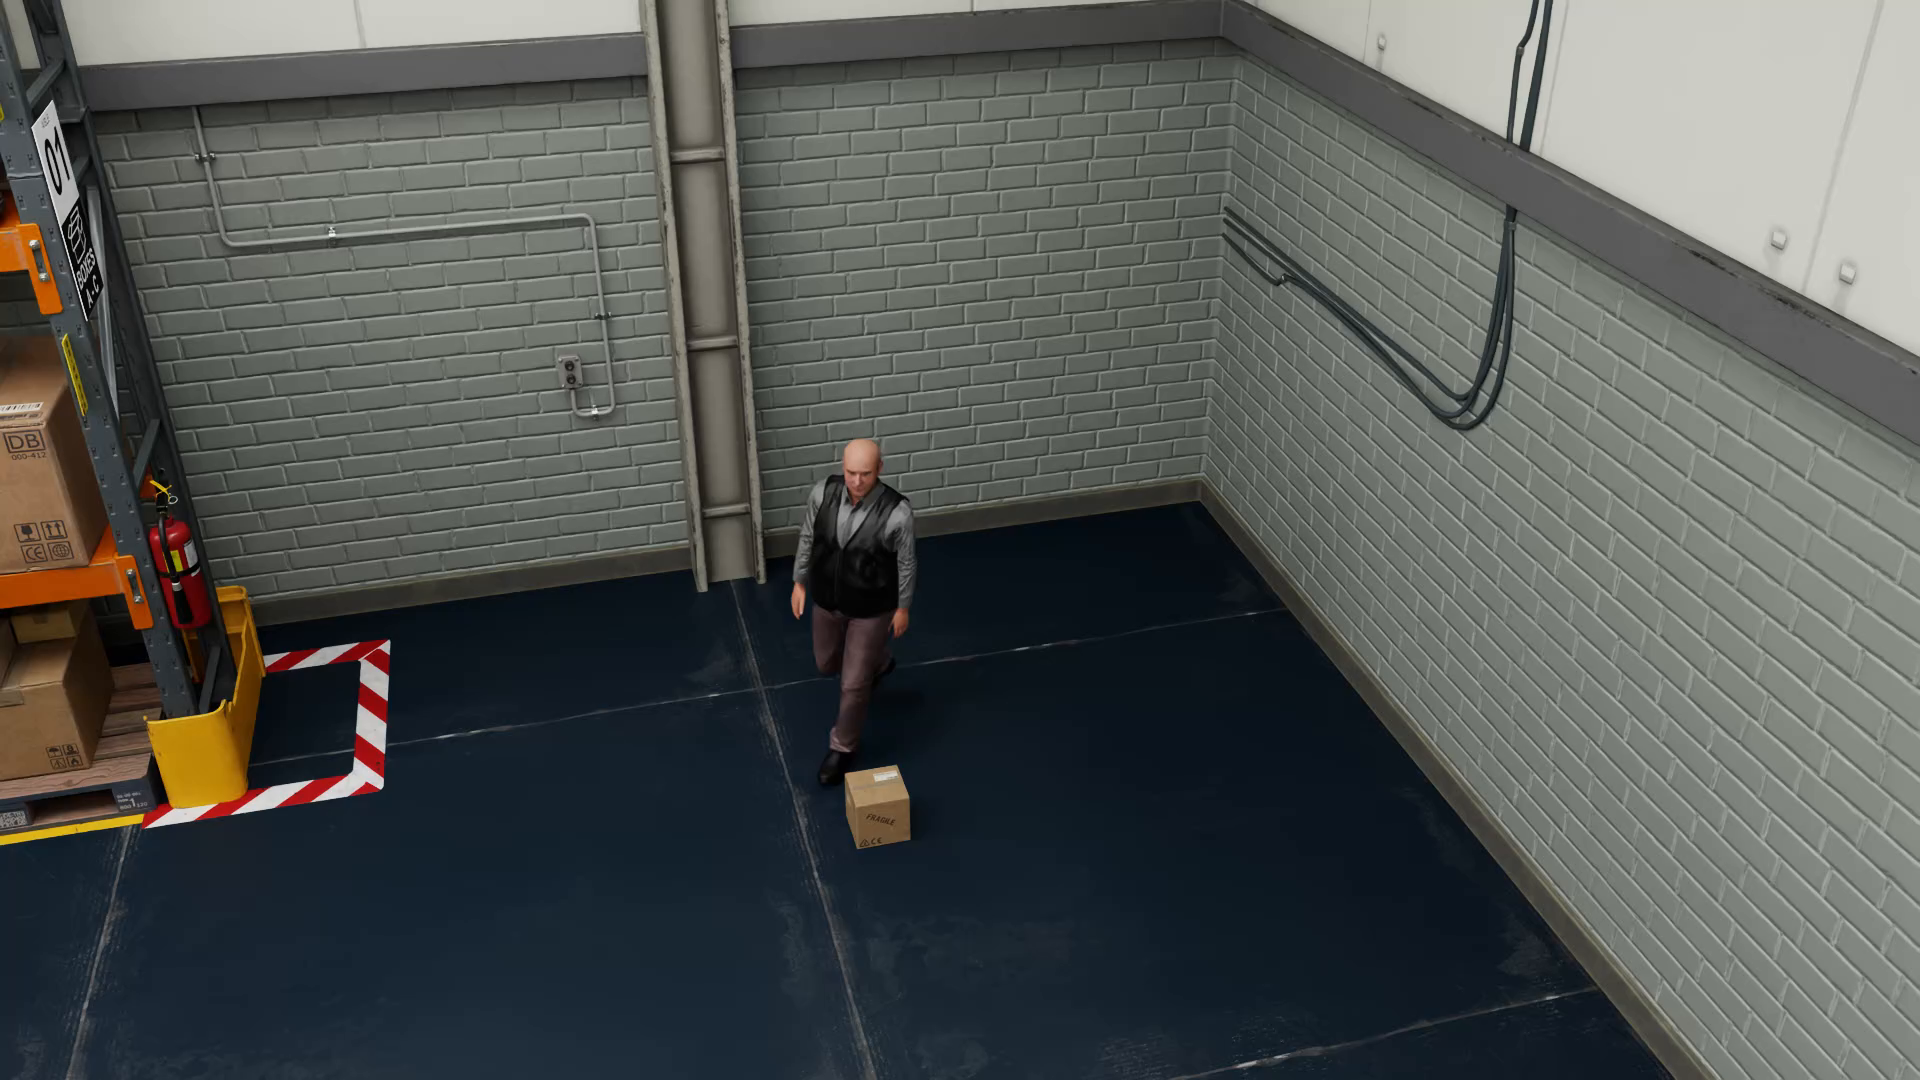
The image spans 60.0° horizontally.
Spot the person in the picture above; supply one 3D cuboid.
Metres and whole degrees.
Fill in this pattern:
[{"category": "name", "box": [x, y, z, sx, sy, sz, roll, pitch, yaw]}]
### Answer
[{"category": "person", "box": [-0.477, 0.266, 7.805, 0.603, 1.712, 0.811, 13, 33, 21]}]
